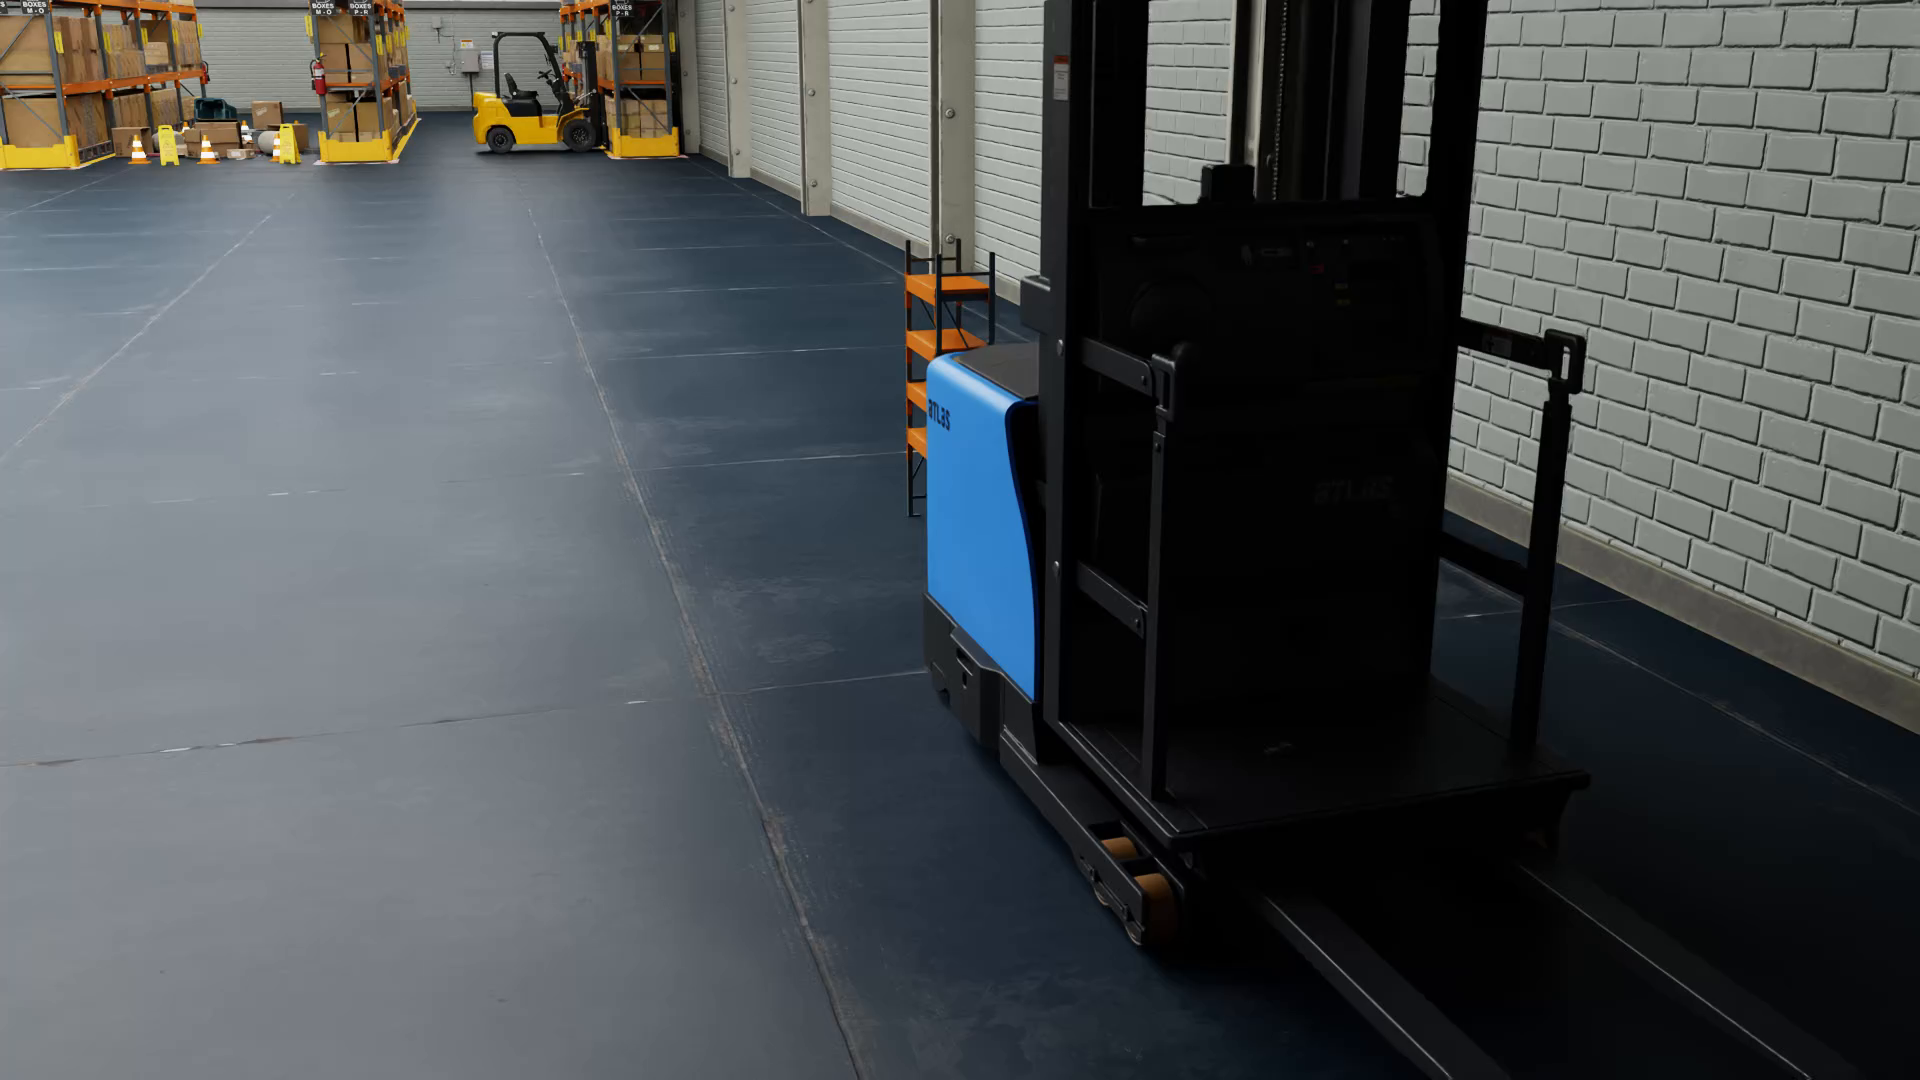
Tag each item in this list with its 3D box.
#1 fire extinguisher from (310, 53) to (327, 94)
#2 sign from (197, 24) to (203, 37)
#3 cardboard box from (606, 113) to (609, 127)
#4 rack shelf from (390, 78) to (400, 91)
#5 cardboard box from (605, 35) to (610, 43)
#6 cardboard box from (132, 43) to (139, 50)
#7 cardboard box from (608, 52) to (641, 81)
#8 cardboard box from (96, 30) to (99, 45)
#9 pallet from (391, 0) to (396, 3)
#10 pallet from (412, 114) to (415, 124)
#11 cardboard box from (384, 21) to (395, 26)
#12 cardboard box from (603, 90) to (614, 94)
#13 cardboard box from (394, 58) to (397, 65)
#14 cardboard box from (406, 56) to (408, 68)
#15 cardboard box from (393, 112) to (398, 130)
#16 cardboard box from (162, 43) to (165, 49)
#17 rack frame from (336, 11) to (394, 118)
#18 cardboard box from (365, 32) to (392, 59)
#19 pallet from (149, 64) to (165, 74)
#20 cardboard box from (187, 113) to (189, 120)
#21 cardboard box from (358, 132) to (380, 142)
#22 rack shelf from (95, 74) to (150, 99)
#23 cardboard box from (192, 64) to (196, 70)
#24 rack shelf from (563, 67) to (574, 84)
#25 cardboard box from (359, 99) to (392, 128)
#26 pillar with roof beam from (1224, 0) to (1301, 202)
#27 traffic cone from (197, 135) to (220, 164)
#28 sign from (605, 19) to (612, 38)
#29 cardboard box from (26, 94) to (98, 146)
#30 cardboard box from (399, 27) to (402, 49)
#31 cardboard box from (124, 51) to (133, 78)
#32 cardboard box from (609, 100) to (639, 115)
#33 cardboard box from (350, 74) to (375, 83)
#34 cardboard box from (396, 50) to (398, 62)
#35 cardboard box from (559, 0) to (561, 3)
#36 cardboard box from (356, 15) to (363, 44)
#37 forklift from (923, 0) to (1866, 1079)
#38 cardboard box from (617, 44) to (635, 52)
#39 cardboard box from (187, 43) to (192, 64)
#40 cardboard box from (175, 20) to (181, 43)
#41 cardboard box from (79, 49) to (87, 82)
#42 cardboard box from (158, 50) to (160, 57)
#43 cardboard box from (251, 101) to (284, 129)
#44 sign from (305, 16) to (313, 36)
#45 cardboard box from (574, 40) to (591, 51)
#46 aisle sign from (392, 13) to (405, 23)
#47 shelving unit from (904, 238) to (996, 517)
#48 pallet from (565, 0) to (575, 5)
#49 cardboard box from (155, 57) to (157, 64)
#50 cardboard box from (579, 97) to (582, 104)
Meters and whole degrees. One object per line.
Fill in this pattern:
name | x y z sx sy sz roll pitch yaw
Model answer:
fire extinguisher | -10.873 -7.913 28.215 0.296 0.674 0.183 -5 17 -15
sign | -19.051 -12.769 41.684 0.100 0.325 0.005 -5 17 -15
cardboard box | -6.413 -7.926 31.304 0.500 0.250 0.500 -5 17 -17
rack shelf | -12.110 -9.333 34.059 1.077 0.370 4.000 -5 17 -15
cardboard box | -6.361 -9.269 30.776 0.380 0.149 0.250 -4 17 -14
cardboard box | -17.333 -10.322 34.772 0.380 0.149 0.250 -5 17 -15
cardboard box | -6.077 -8.575 30.110 0.500 0.500 0.500 -5 17 -16
cardboard box | -16.434 -9.369 31.015 0.700 0.500 0.500 -5 17 -16
pallet | -12.888 -11.751 35.972 1.213 0.211 1.003 -4 17 -13
pallet | -14.232 -10.556 41.728 1.003 0.211 1.213 -5 17 -15
cardboard box | -13.596 -12.282 39.588 0.380 0.149 0.250 -5 17 -16
cardboard box | -8.337 -10.678 39.774 0.380 0.149 0.250 -4 17 -14
cardboard box | -11.937 -9.960 34.601 0.380 0.149 0.250 -4 17 -14
cardboard box | -14.197 -12.098 41.838 0.500 0.500 0.500 -4 17 -14
cardboard box | -12.100 -8.603 34.215 0.950 0.372 0.625 -4 17 -13
cardboard box | -18.118 -11.114 37.409 0.380 0.149 0.250 -5 17 -17
rack frame | -11.560 -9.124 32.114 1.000 3.000 0.127 -5 17 -15
cardboard box | -11.413 -9.668 32.503 0.500 0.500 0.500 -4 17 -14
pallet | -17.975 -10.264 36.241 1.003 0.211 1.213 -5 17 -15
cardboard box | -18.355 -9.953 39.099 0.380 0.149 0.250 -4 17 -14
cardboard box | -10.417 -7.147 29.581 0.500 0.250 0.500 -5 17 -16
rack shelf | -16.842 -8.914 32.663 1.077 0.370 4.000 -5 17 -15
cardboard box | -19.020 -11.628 40.884 0.380 0.149 0.250 -4 17 -14
rack shelf | -9.537 -11.939 42.736 1.077 0.370 4.000 -5 17 -15
cardboard box | -10.702 -7.797 30.439 0.500 0.500 0.500 -4 17 -14
pillar with roof beam | -2.558 -4.570 6.522 9.100 9.000 0.400 -5 17 -15
traffic cone | -12.793 -6.638 28.247 0.336 0.463 0.334 -5 17 -15
sign | -6.215 -9.040 29.410 0.100 0.325 0.005 -5 17 -15
cardboard box | -15.935 -7.460 29.537 0.875 0.875 0.875 -5 17 -15
cardboard box | -13.657 -12.015 39.825 0.500 0.500 0.500 -5 17 -15
cardboard box | -16.591 -9.338 32.652 0.500 0.500 0.500 -4 17 -14
cardboard box | -6.116 -7.877 30.274 0.500 0.250 0.500 -4 17 -13
cardboard box | -10.355 -8.008 28.834 0.380 0.149 0.250 -5 17 -15
cardboard box | -12.702 -10.701 36.755 0.500 0.250 0.500 -4 17 -14
cardboard box | -10.227 -14.200 43.541 0.500 0.250 0.500 -5 17 -16
cardboard box | -11.186 -9.234 30.049 0.700 0.500 0.500 -5 17 -16
forklift | 0.824 -0.597 3.845 1.130 2.935 3.031 -5 18 -17
cardboard box | -6.054 -8.844 29.878 0.380 0.149 0.250 -4 17 -14
cardboard box | -18.807 -11.690 39.963 0.500 0.500 0.500 -4 17 -12
cardboard box | -18.537 -11.873 38.837 0.500 0.500 0.500 -5 18 -17
cardboard box | -15.729 -8.228 28.869 0.875 0.550 0.500 -5 17 -15
cardboard box | -17.903 -10.758 36.741 0.380 0.149 0.250 -6 18 -18
cardboard box | -13.264 -8.141 31.868 0.500 0.500 0.500 -5 17 -15
sign | -11.000 -8.686 28.091 0.100 0.325 0.005 -5 17 -15
cardboard box | -8.514 -11.312 38.486 0.797 0.503 0.637 -5 17 -17
aisle sign | -14.580 -13.733 42.938 0.394 0.787 0.004 -5 17 -15
shelving unit | -0.046 -0.620 6.932 0.258 1.200 0.503 -5 17 -15
pallet | -8.588 -12.605 38.813 1.213 0.211 1.003 -5 17 -15
cardboard box | -17.757 -10.471 36.303 0.380 0.149 0.250 -5 18 -17
cardboard box | -8.782 -10.298 39.637 0.500 0.500 0.500 -5 17 -17
